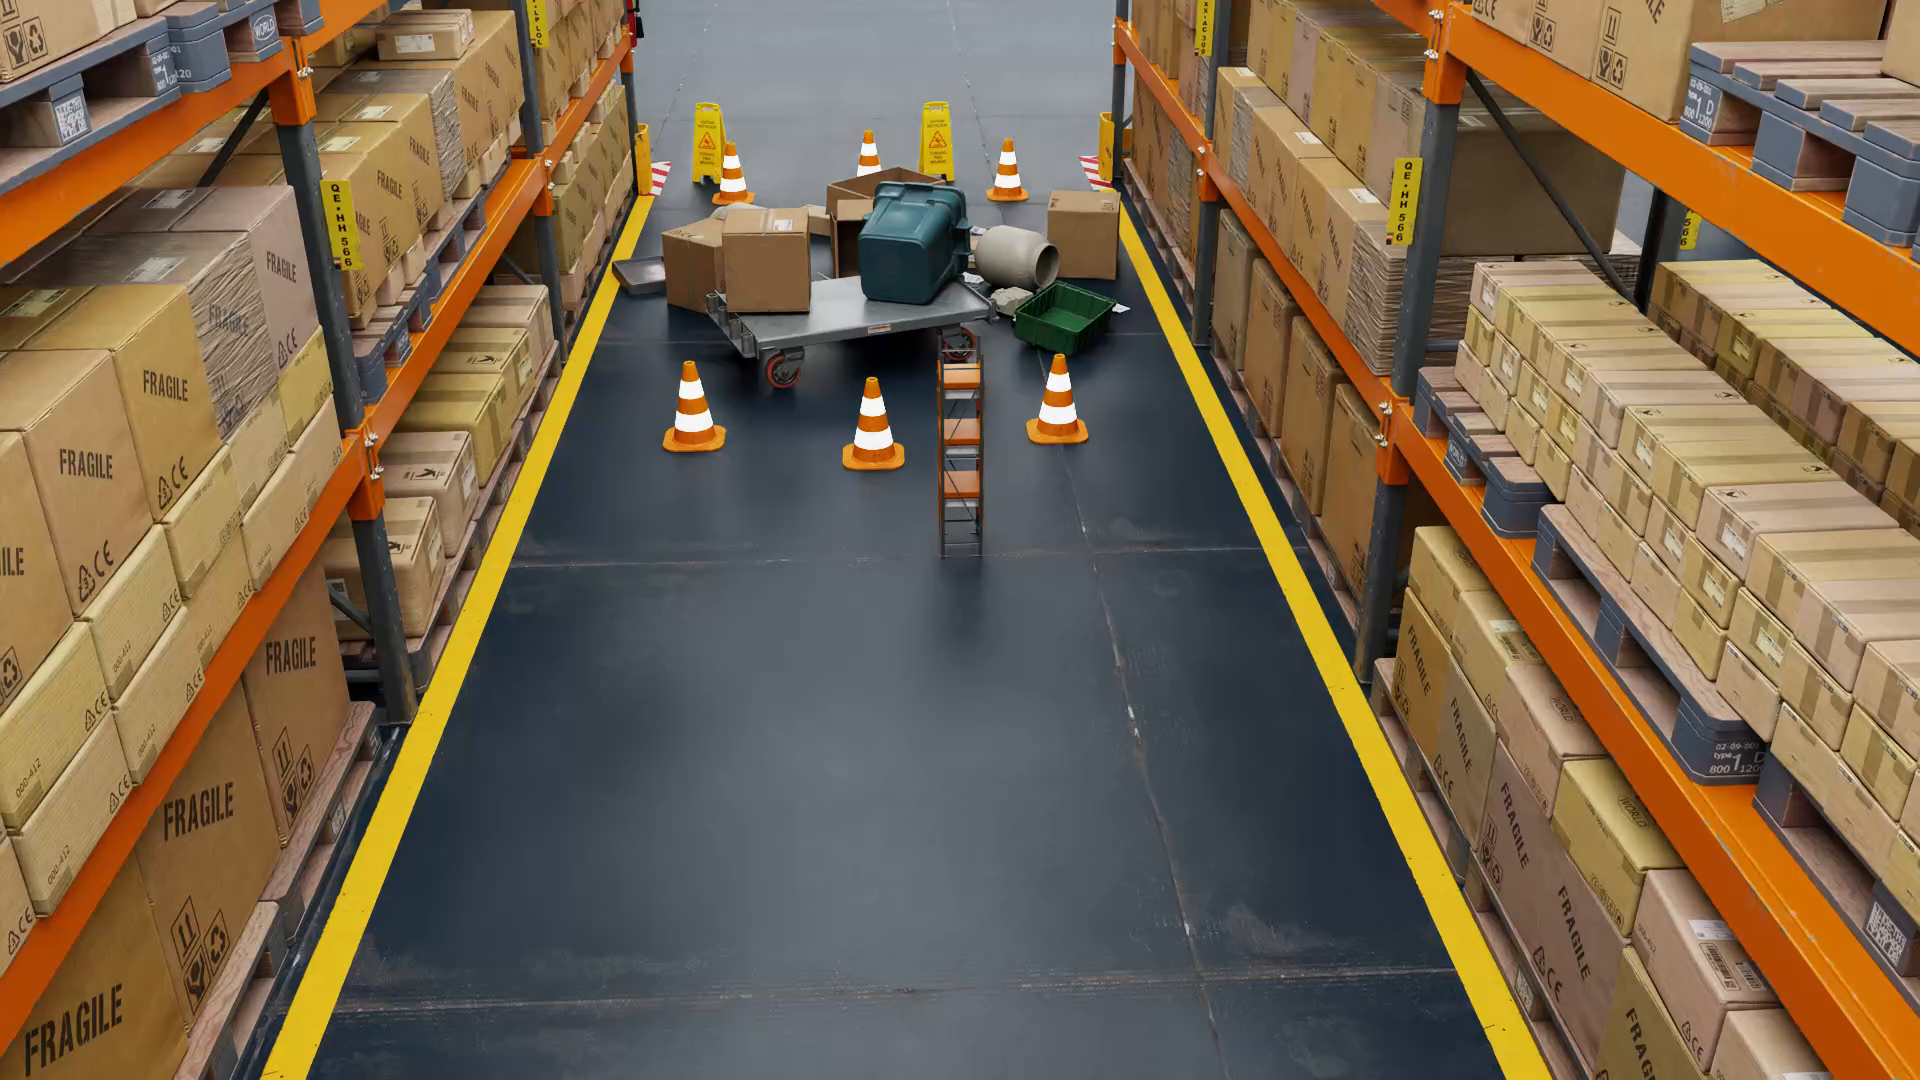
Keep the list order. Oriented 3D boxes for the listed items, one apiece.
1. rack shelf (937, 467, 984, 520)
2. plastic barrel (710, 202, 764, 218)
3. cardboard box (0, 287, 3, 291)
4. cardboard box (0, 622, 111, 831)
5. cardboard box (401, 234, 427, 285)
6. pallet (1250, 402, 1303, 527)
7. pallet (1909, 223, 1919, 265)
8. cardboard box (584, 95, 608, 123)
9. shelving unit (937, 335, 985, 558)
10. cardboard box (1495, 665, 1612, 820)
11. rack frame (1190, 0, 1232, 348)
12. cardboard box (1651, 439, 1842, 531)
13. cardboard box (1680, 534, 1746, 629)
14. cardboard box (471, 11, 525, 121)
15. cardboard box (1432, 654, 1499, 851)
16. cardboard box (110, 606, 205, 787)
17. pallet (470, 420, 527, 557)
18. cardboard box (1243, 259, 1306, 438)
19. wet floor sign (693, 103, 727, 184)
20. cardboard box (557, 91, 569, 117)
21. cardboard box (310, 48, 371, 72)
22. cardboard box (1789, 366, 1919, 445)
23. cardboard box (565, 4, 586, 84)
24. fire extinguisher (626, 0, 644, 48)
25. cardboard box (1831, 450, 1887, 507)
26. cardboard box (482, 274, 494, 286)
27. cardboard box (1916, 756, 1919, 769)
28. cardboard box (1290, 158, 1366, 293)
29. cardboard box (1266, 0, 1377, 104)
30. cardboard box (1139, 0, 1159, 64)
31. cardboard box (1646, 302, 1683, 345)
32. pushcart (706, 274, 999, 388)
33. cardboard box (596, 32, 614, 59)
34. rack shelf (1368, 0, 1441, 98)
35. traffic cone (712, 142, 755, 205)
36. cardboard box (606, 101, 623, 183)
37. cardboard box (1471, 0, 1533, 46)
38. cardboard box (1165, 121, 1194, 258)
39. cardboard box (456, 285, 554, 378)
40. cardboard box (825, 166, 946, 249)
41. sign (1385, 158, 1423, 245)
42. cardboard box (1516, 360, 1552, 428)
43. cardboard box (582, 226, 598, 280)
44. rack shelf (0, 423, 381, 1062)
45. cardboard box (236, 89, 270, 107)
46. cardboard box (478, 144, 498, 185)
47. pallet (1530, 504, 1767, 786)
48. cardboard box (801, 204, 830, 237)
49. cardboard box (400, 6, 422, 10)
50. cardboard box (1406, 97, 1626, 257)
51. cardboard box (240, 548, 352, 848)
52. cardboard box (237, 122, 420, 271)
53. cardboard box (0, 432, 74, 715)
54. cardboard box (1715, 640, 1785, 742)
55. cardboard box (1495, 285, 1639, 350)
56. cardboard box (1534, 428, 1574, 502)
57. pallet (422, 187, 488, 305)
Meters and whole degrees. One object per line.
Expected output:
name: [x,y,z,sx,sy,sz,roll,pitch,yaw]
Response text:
rack shelf: [0.003,-0.185,8.093,0.215,0.259,0.240,-1,28,-3]
plastic barrel: [-1.540,-2.220,12.048,0.512,0.421,0.421,19,33,32]
cardboard box: [-2.913,-0.371,4.528,0.500,0.500,0.500,-1,28,-1]
cardboard box: [-2.330,0.424,3.816,0.500,0.250,0.500,-1,28,-2]
cardboard box: [-2.517,-1.201,7.126,0.380,0.149,0.250,-1,28,-2]
pallet: [2.169,-0.443,8.870,1.003,0.211,1.213,-1,28,-3]
pallet: [2.479,-0.438,2.806,1.213,0.211,1.003,-1,28,-3]
cardboard box: [-2.749,-3.097,11.951,0.380,0.149,0.250,0,28,0]
shelving unit: [0.003,-0.441,7.960,0.215,1.050,0.252,-1,28,-3]
cardboard box: [2.030,0.626,5.244,0.500,0.250,0.500,-1,28,-2]
rack frame: [1.987,-2.598,9.988,1.000,3.000,0.127,-1,28,-3]
cardboard box: [2.106,-0.149,4.467,0.380,0.149,0.250,-2,28,-3]
cardboard box: [2.114,0.102,4.307,0.380,0.149,0.250,-1,28,-2]
cardboard box: [-2.698,-2.587,9.082,0.500,0.500,0.500,-2,28,-4]
cardboard box: [2.008,0.736,5.844,0.500,0.500,0.500,-1,28,-2]
cardboard box: [-2.349,0.412,4.378,0.500,0.250,0.500,-2,28,-3]
pallet: [-2.842,-0.271,8.542,1.003,0.211,1.213,-1,28,-3]
cardboard box: [2.156,-1.057,9.011,1.050,0.750,0.750,-1,28,-3]
wet floor sign: [-2.101,-3.349,13.973,0.267,0.644,0.232,8,29,15]
cardboard box: [-2.734,-2.826,10.697,0.380,0.149,0.250,-1,28,-1]
cardboard box: [-3.174,-2.111,8.170,0.500,0.500,0.500,-2,28,-3]
cardboard box: [2.728,-0.403,4.952,0.380,0.149,0.250,-1,28,-3]
cardboard box: [-2.758,-3.282,10.868,0.500,0.500,0.500,-2,28,-3]
fire extinguisher: [-2.706,-4.309,13.352,0.296,0.674,0.183,-1,28,-3]
cardboard box: [2.746,-0.145,4.780,0.380,0.149,0.250,-1,28,-1]
cardboard box: [-3.250,-1.666,10.719,0.500,0.250,0.500,0,28,0]
cardboard box: [2.174,0.453,3.312,0.380,0.149,0.250,-2,28,-4]
cardboard box: [1.854,-1.458,7.694,0.500,0.500,0.500,-2,28,-4]
cardboard box: [2.048,-2.619,8.839,0.700,0.500,0.500,-2,28,-3]
cardboard box: [1.797,-3.827,12.181,0.875,0.550,0.550,-1,28,-3]
cardboard box: [2.676,-0.741,5.922,0.380,0.149,0.250,-1,28,-2]
pushcart: [-0.677,-1.347,10.426,1.648,0.377,0.936,-11,30,-20]
cardboard box: [-2.767,-3.649,12.274,0.380,0.149,0.250,-1,28,-2]
rack shelf: [2.092,-2.686,7.690,1.077,0.370,4.000,-1,28,-3]
traffic cone: [-1.849,-2.987,13.477,0.336,0.463,0.334,-1,28,-3]
cardboard box: [-2.827,-2.974,12.417,0.500,0.500,0.500,0,28,-1]
cardboard box: [1.960,-1.855,5.211,0.500,0.500,0.500,-1,28,-3]
cardboard box: [1.973,-2.551,11.740,0.875,0.875,0.875,-1,28,-2]
cardboard box: [-2.921,-1.211,9.716,0.950,0.372,0.625,-1,28,-2]
cardboard box: [-0.540,-2.422,12.350,0.797,0.503,0.637,-23,35,-37]
sign: [1.642,-1.249,6.150,0.100,0.325,0.005,-1,28,-3]
cardboard box: [2.054,-0.481,5.425,0.380,0.149,0.250,-2,28,-4]
cardboard box: [-2.751,-1.924,11.215,0.500,0.250,0.500,0,28,0]
rack shelf: [-2.638,0.658,4.523,1.077,0.370,4.000,-1,28,-3]
cardboard box: [-3.109,-1.984,7.224,0.380,0.149,0.250,-3,28,-5]
cardboard box: [-2.586,-1.918,8.501,0.380,0.149,0.250,-1,28,-2]
pallet: [2.340,0.247,4.740,1.003,0.211,1.213,-1,28,-3]
cardboard box: [-1.074,-2.459,12.804,0.380,0.149,0.250,13,30,24]
cardboard box: [-3.256,-3.045,10.415,0.500,0.500,0.500,0,28,-1]
cardboard box: [2.182,-1.446,6.590,0.700,0.500,0.500,-2,28,-3]
cardboard box: [-2.789,0.492,5.906,0.875,0.875,0.875,-2,28,-3]
cardboard box: [-2.569,-1.401,6.809,0.500,0.500,0.500,0,28,0]
cardboard box: [-2.347,0.099,3.628,0.500,0.500,0.500,-2,28,-4]
cardboard box: [2.128,0.364,4.127,0.380,0.149,0.250,-3,28,-5]
cardboard box: [2.043,-0.747,5.614,0.380,0.149,0.250,-2,28,-4]
cardboard box: [2.062,-0.241,5.286,0.380,0.149,0.250,0,28,0]
pallet: [-2.886,-1.413,7.923,1.003,0.211,1.213,-1,28,-3]
